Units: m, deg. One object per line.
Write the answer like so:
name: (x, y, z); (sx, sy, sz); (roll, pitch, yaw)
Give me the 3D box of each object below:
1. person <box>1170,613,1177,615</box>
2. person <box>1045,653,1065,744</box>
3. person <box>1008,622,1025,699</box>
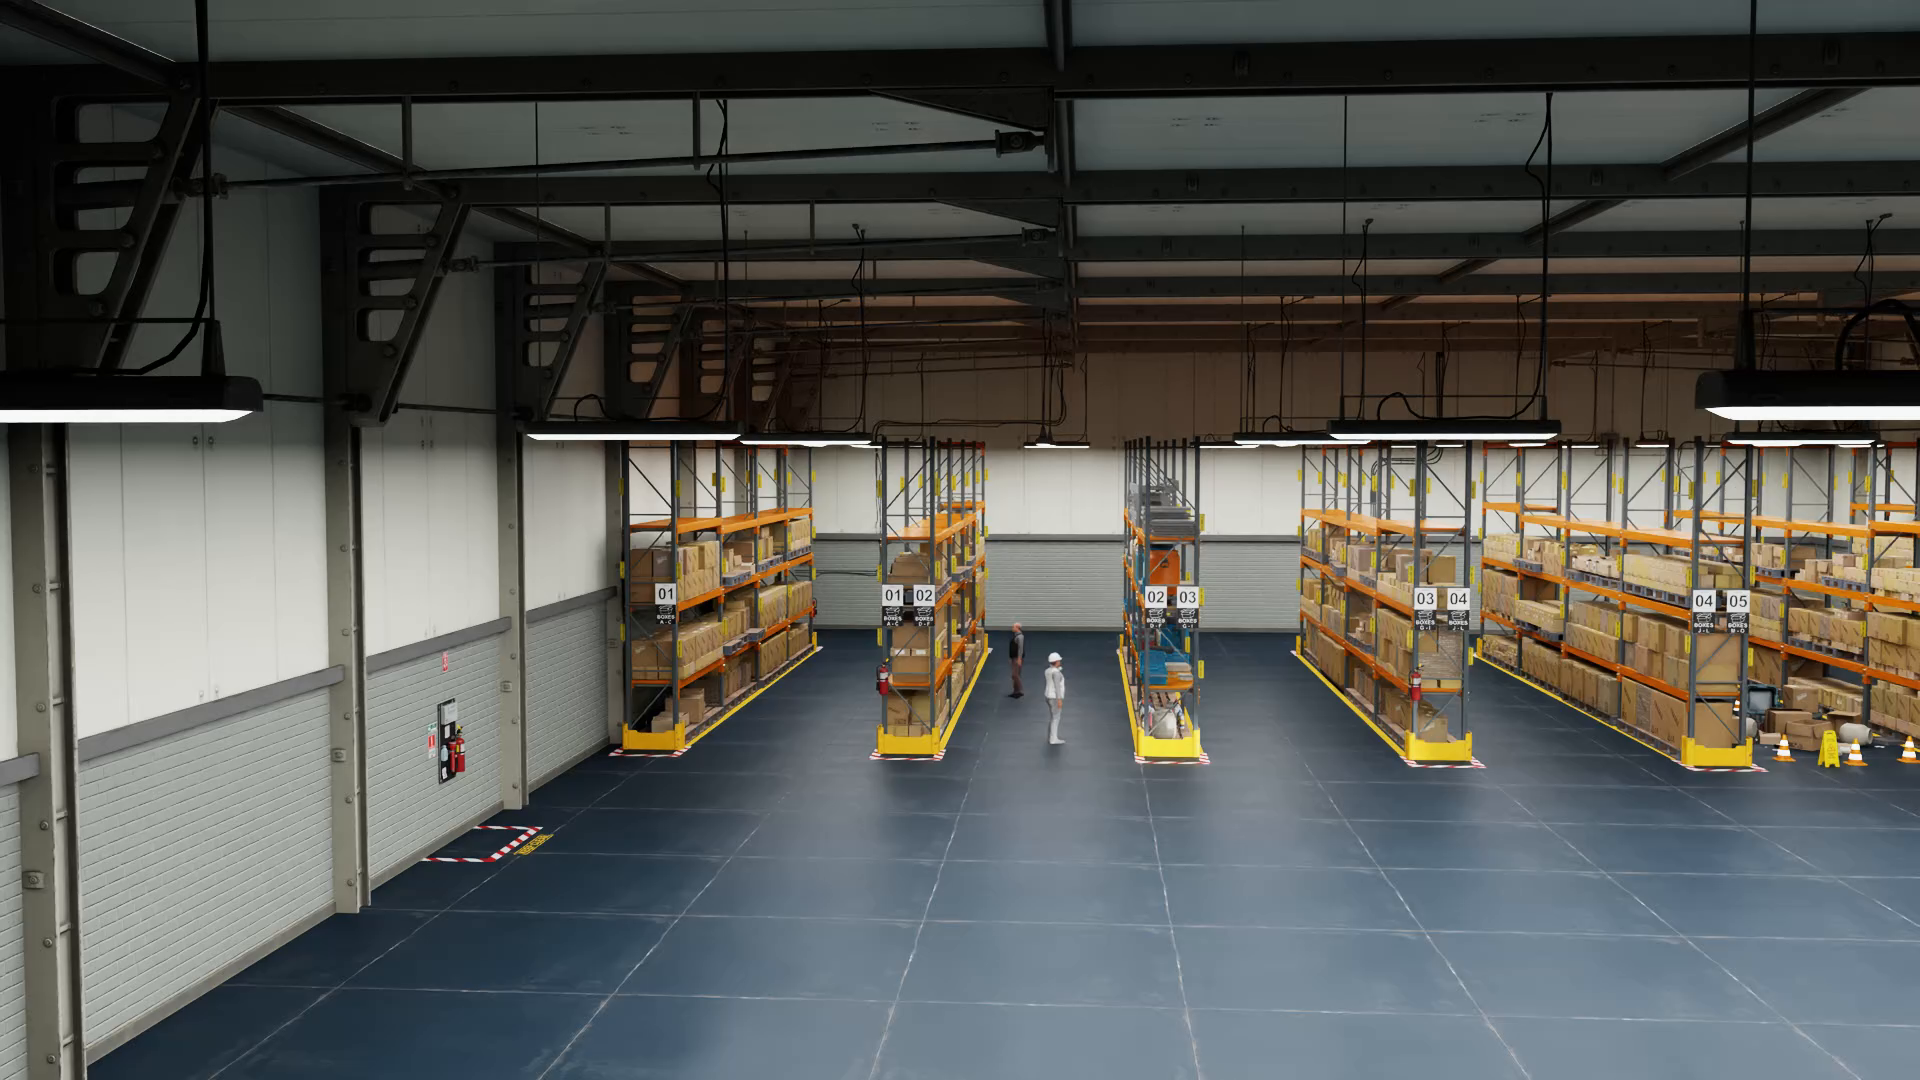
person: (6.403, 2.297, 48.782); (0.542, 1.651, 0.385); (0, 3, 4)
person: (1.884, 3.116, 32.559); (0.406, 1.817, 0.601); (-1, 3, -15)
person: (1.303, 2.804, 38.686); (0.394, 1.762, 0.587); (0, 3, -7)
